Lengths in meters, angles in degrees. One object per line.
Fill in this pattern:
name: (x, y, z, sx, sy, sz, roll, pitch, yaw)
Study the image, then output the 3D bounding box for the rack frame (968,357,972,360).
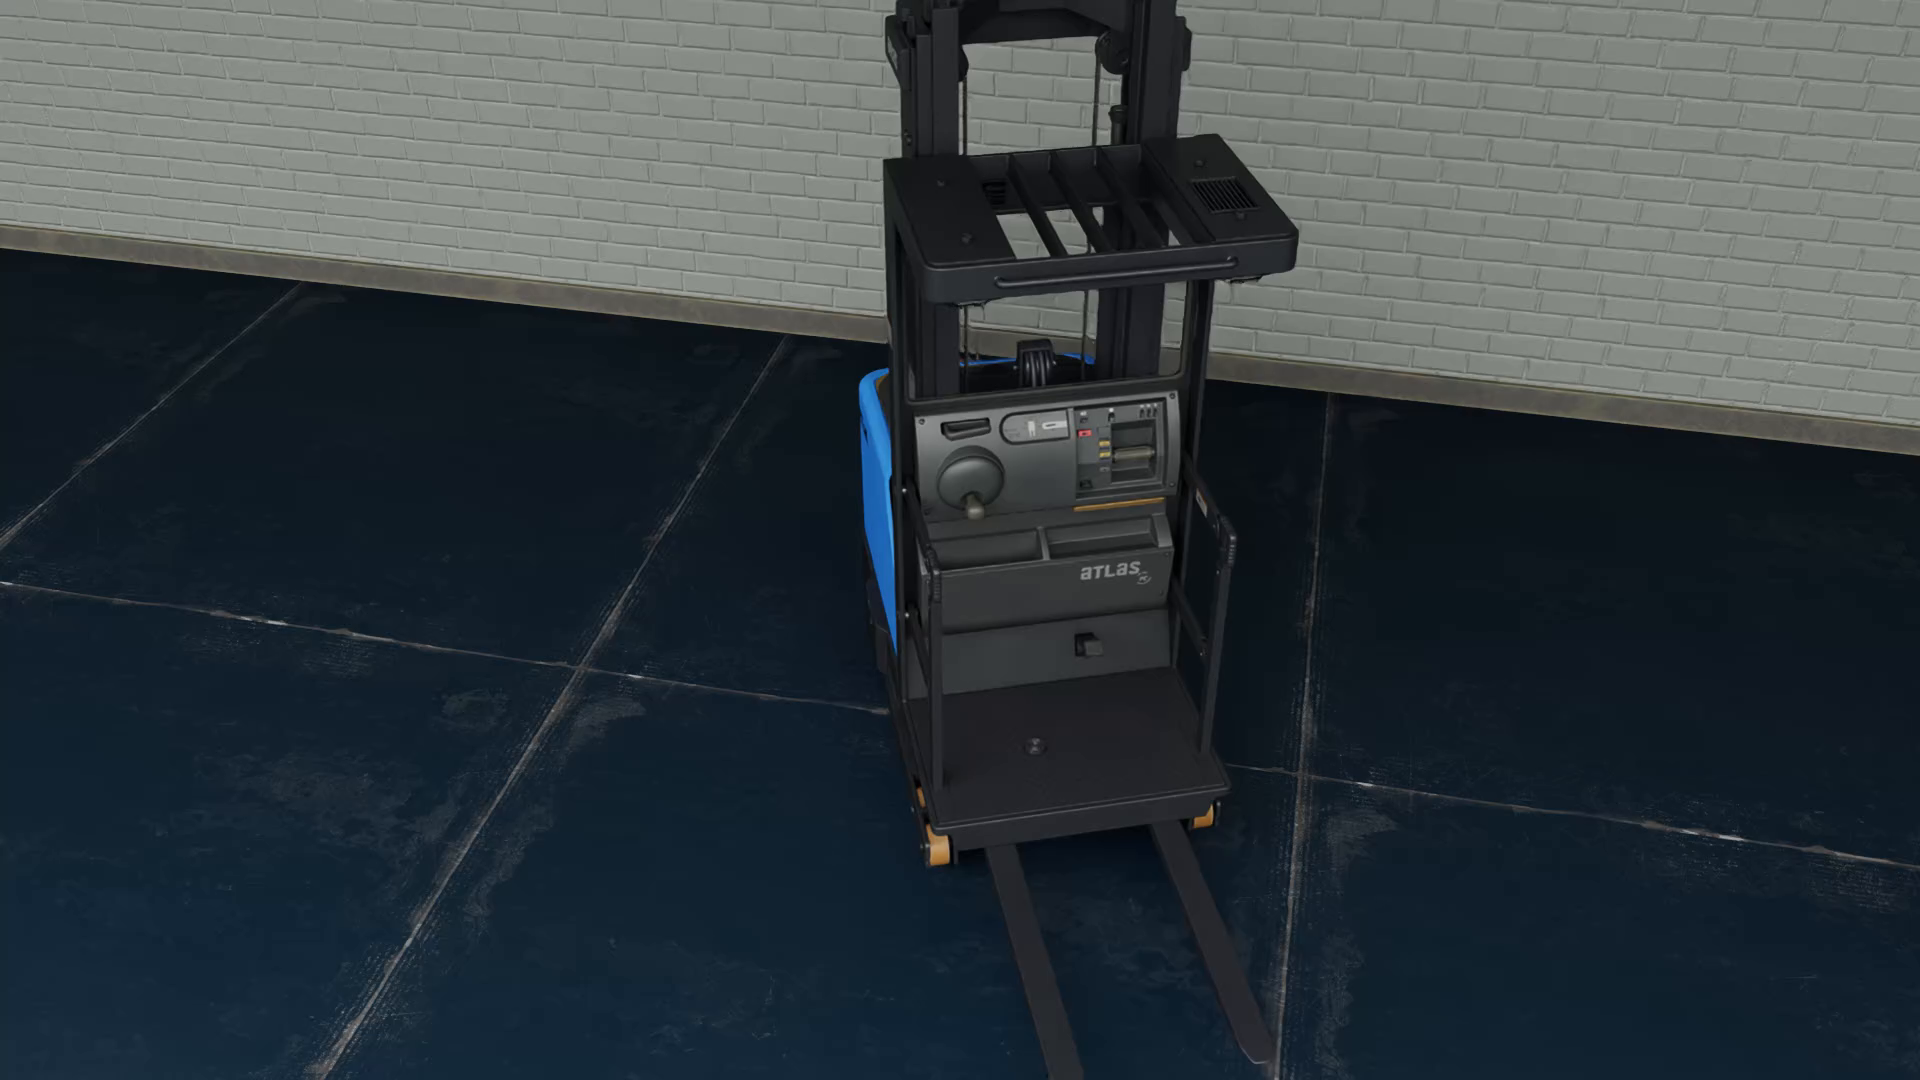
rack frame: (-0.050, -0.354, 7.344, 0.200, 1.050, 0.008, 4, 36, 6)

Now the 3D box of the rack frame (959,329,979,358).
rack frame: (-0.018, -0.496, 7.540, 0.200, 1.050, 0.008, 4, 36, 6)

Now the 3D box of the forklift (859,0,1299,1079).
forklift: (0.351, -0.229, 5.568, 1.130, 2.935, 3.031, -6, 36, -9)

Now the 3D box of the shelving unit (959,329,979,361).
shelving unit: (-0.034, -0.425, 7.442, 0.215, 1.050, 0.252, 4, 36, 6)

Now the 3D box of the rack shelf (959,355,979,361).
rack shelf: (-0.034, -0.647, 7.282, 0.215, 0.259, 0.240, 4, 36, 6)
